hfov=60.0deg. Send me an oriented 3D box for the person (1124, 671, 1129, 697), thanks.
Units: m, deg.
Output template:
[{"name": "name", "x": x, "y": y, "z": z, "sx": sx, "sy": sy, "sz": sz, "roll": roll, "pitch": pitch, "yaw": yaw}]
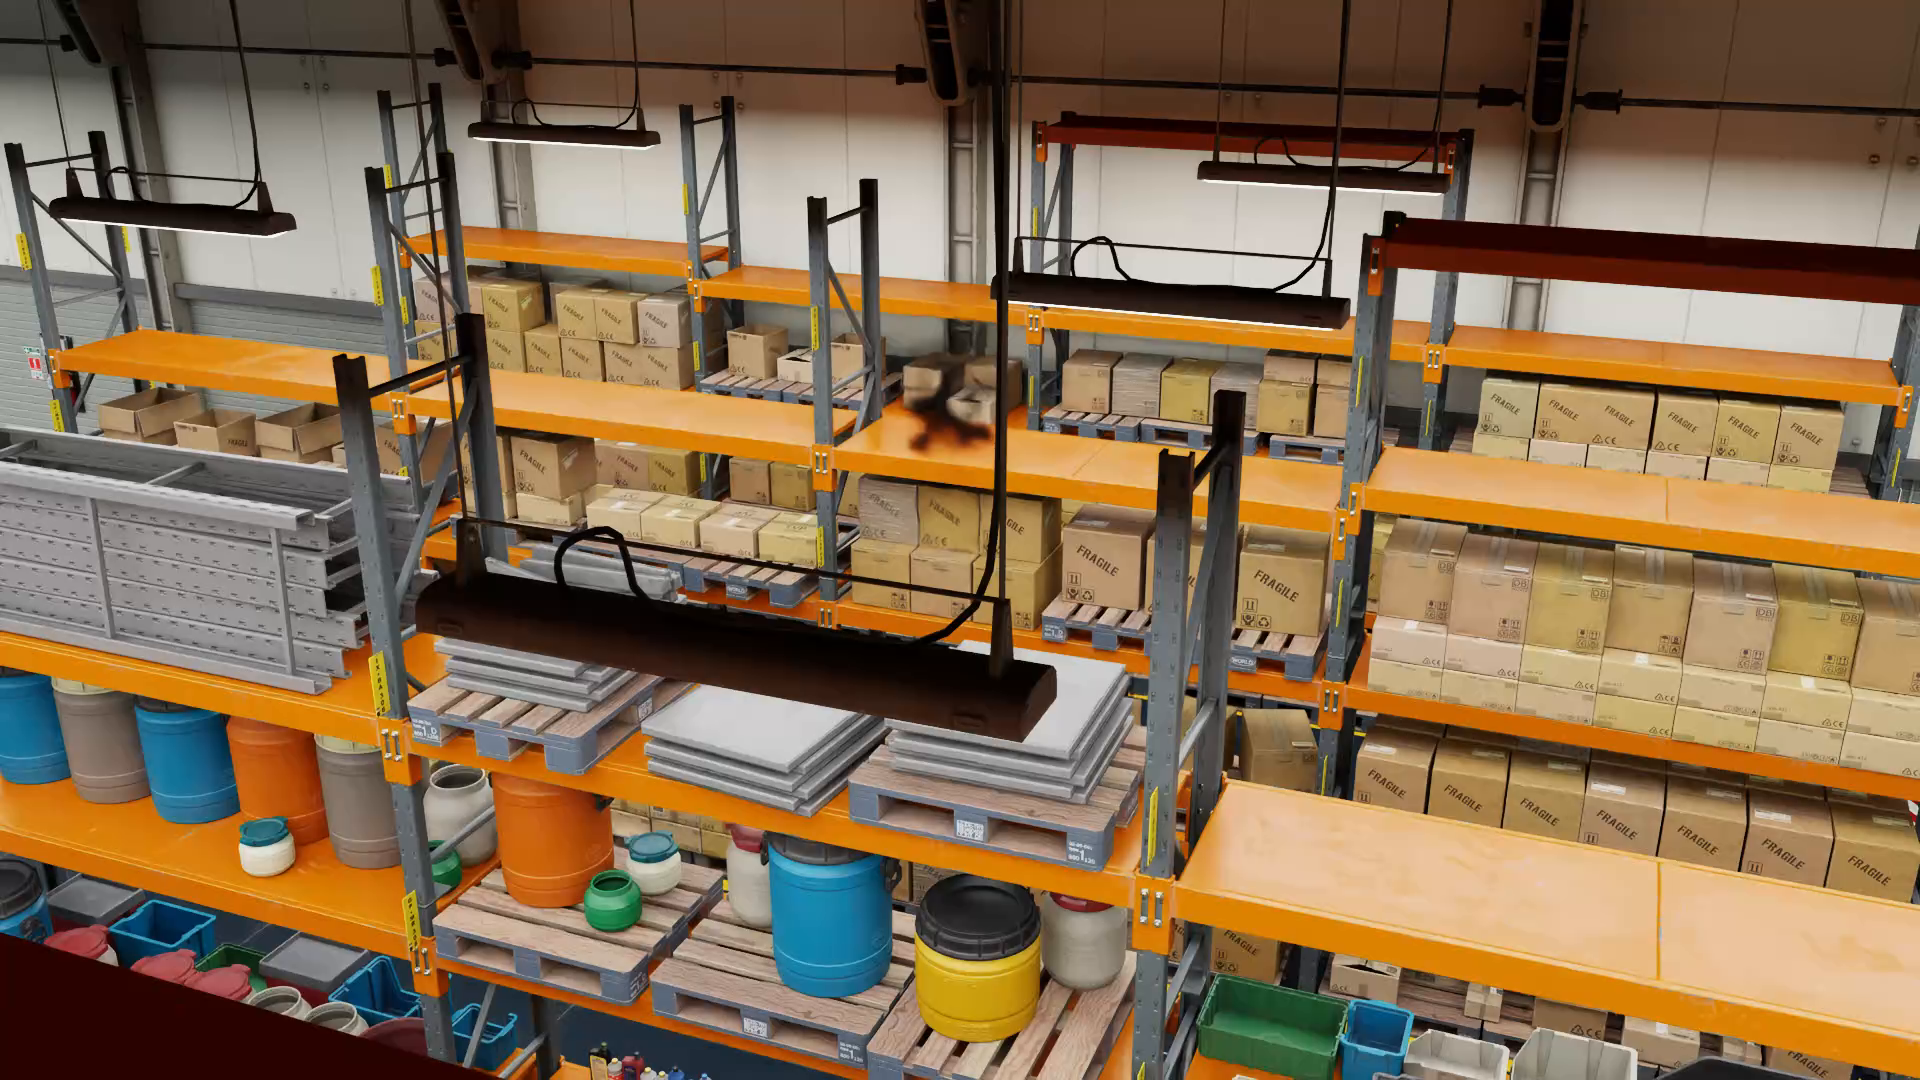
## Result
[{"name": "person", "x": 1.462, "y": 1.520, "z": 16.053, "sx": 0.582, "sy": 1.669, "sz": 0.657, "roll": 3, "pitch": 21, "yaw": 7}]
